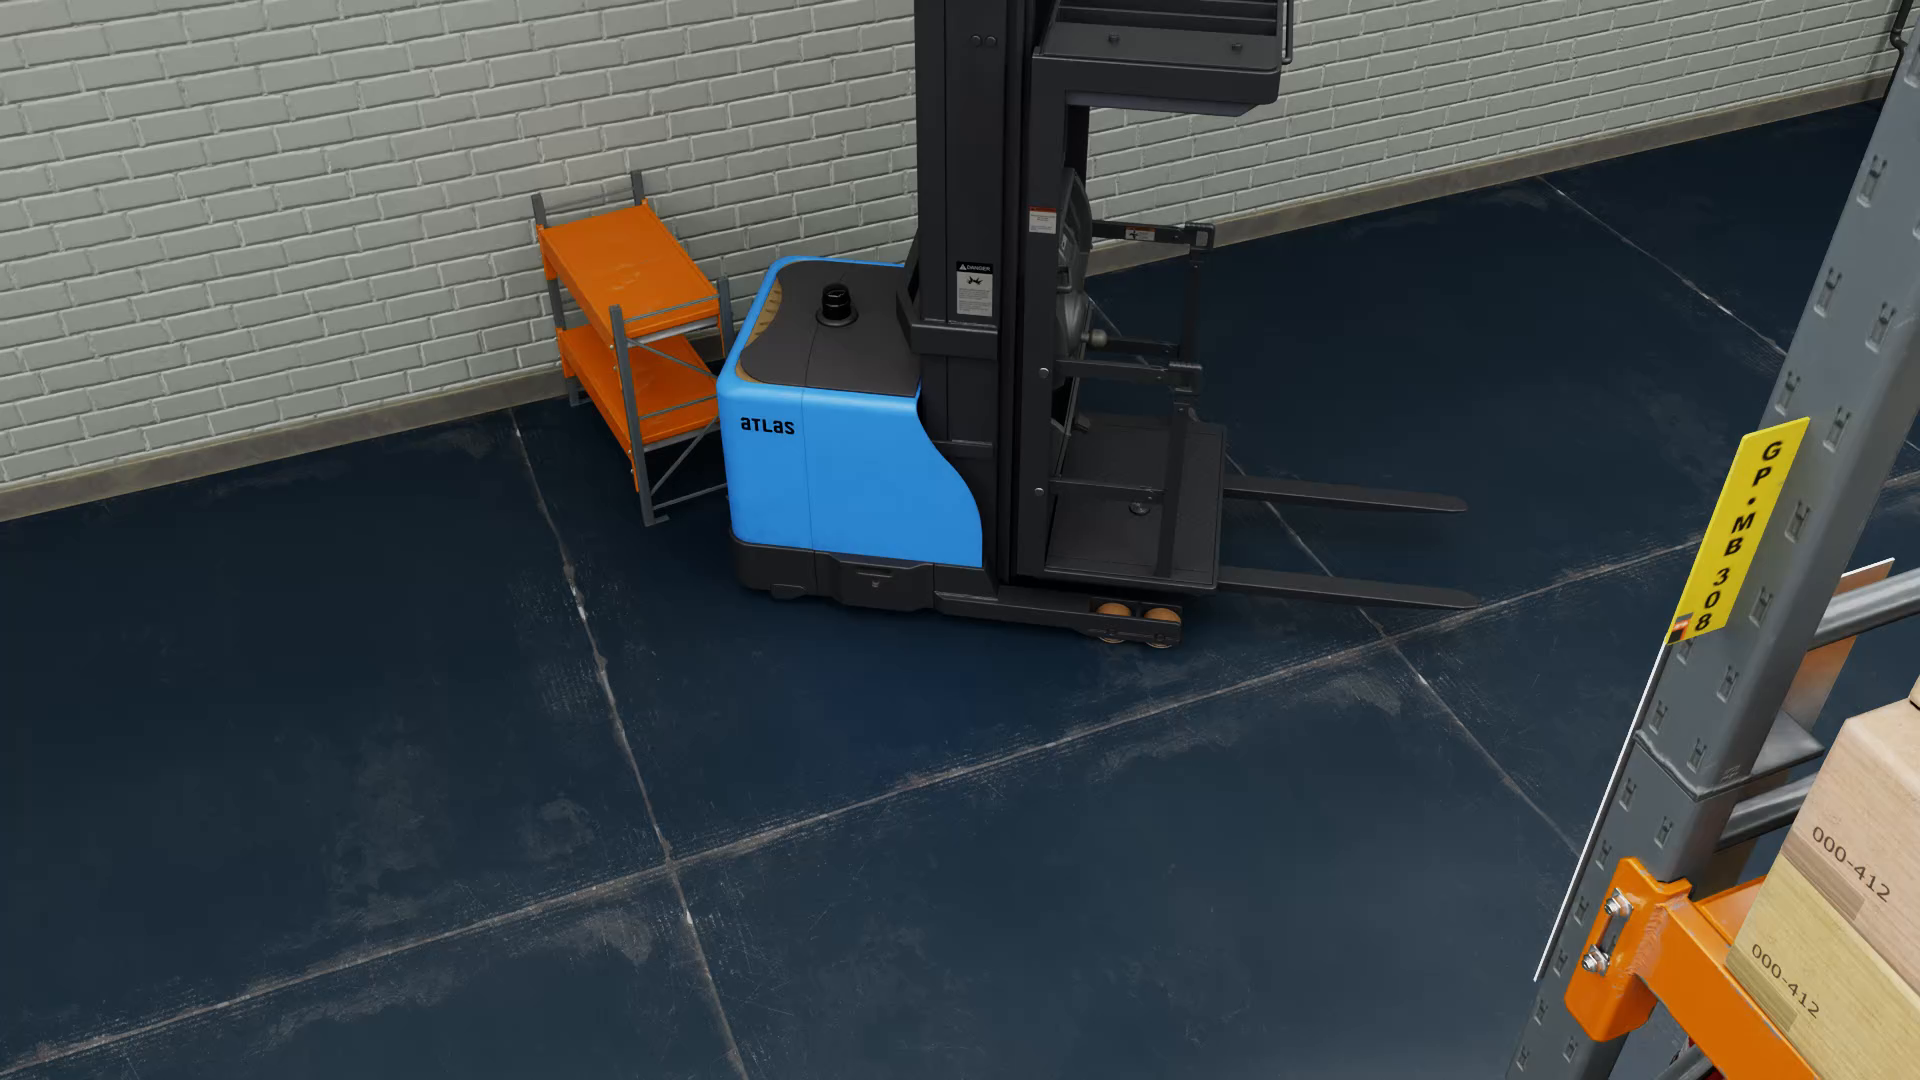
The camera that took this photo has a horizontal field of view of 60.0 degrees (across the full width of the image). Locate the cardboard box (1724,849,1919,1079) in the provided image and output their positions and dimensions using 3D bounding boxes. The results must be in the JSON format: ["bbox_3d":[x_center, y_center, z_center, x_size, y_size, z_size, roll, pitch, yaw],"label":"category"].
[{"bbox_3d":[1.363,0.582,2.087,0.500,0.250,0.500,-14,43,-15],"label":"cardboard box"}]

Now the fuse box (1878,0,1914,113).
[{"bbox_3d":[5.779,-3.306,9.782,0.539,1.711,0.414,-15,43,-17],"label":"fuse box"}]

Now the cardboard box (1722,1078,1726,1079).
[{"bbox_3d":[1.353,1.135,2.558,0.500,0.500,0.500,-15,43,-17],"label":"cardboard box"}]

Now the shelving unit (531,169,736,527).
[{"bbox_3d":[-1.411,-0.861,7.388,0.538,1.125,1.048,-19,44,-21],"label":"shelving unit"}]

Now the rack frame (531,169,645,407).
[{"bbox_3d":[-1.653,-1.152,7.727,0.500,1.125,0.032,-19,44,-21],"label":"rack frame"}]

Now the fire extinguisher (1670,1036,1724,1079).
[{"bbox_3d":[1.757,1.232,3.862,0.296,0.674,0.183,-15,43,-17],"label":"fire extinguisher"}]

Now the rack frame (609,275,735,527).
[{"bbox_3d":[-1.169,-0.569,7.049,0.500,1.125,0.032,-19,44,-21],"label":"rack frame"}]

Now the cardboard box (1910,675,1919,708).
[{"bbox_3d":[1.340,0.159,1.890,0.380,0.149,0.250,-15,43,-17],"label":"cardboard box"}]

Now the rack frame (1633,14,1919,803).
[{"bbox_3d":[1.427,-0.946,1.449,1.000,3.000,0.127,-15,43,-17],"label":"rack frame"}]

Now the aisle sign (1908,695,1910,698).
[{"bbox_3d":[1.676,0.224,2.695,0.394,0.787,0.004,-15,43,-17],"label":"aisle sign"}]

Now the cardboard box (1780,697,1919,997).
[{"bbox_3d":[1.359,0.394,1.923,0.500,0.250,0.500,-14,43,-16],"label":"cardboard box"}]

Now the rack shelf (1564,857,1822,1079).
[{"bbox_3d":[2.192,1.669,1.260,1.077,0.370,4.000,-15,43,-17],"label":"rack shelf"}]

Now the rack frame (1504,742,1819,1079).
[{"bbox_3d":[1.427,1.328,3.405,1.000,3.000,0.127,-15,43,-17],"label":"rack frame"}]

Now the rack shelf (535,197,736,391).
[{"bbox_3d":[-1.411,-1.082,7.197,0.538,0.278,1.000,-19,44,-21],"label":"rack shelf"}]

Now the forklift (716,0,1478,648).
[{"bbox_3d":[0.615,-1.047,6.220,3.031,2.935,1.130,6,41,7],"label":"forklift"}]

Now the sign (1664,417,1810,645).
[{"bbox_3d":[0.926,-0.005,1.984,0.100,0.325,0.005,-15,43,-17],"label":"sign"}]

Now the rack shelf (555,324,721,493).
[{"bbox_3d":[-1.411,-0.675,7.547,0.538,0.278,1.000,-19,44,-21],"label":"rack shelf"}]

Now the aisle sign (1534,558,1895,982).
[{"bbox_3d":[1.122,0.374,2.521,0.394,0.787,0.004,-15,43,-17],"label":"aisle sign"}]
